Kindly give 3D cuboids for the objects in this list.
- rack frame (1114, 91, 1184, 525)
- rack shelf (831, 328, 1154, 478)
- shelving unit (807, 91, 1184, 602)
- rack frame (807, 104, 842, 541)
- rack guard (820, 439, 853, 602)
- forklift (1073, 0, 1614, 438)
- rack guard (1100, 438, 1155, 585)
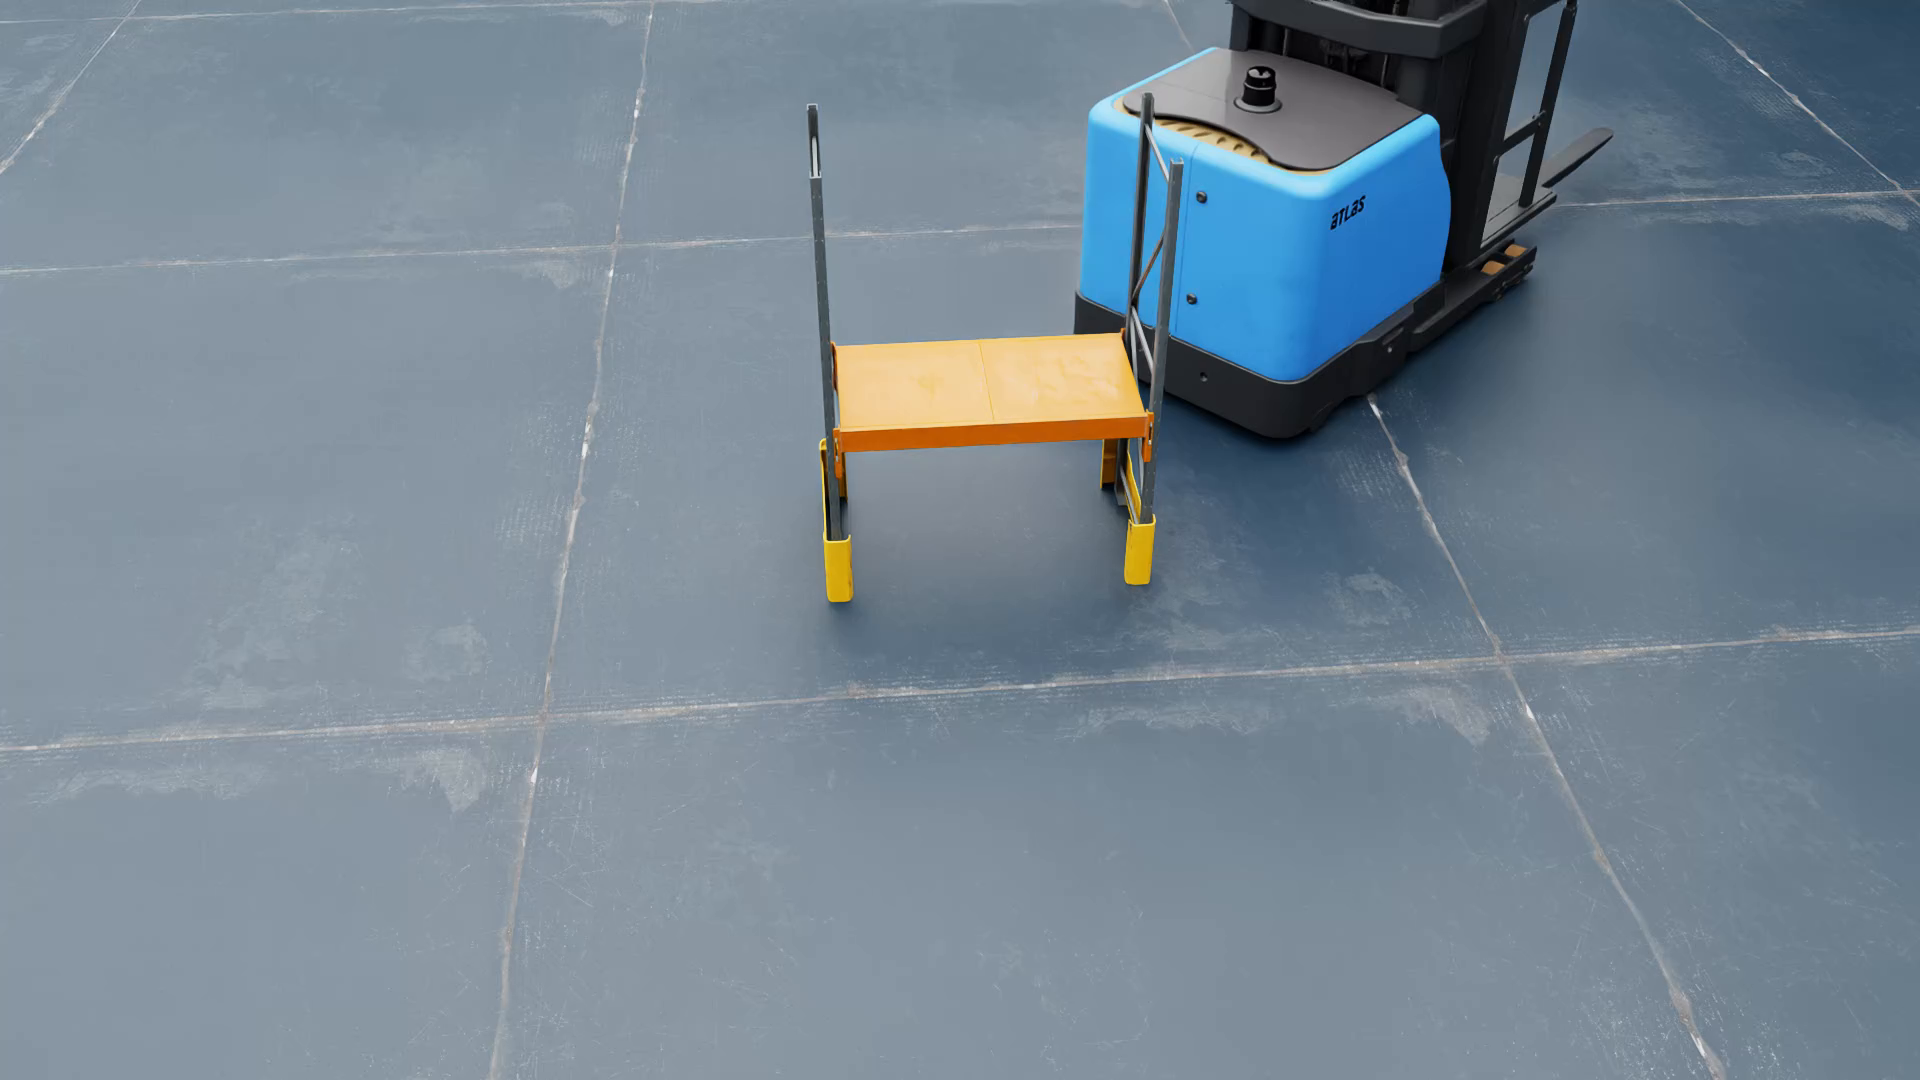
[{"bbox_3d":[0.591,-0.621,5.327,0.032,1.500,0.500,-3,38,-4],"label":"rack frame"},{"bbox_3d":[0.085,-0.452,5.403,1.000,0.185,0.538,-3,38,-4],"label":"rack shelf"},{"bbox_3d":[0.076,-0.593,5.291,1.083,1.500,0.587,-3,38,-4],"label":"shelving unit"},{"bbox_3d":[-0.421,-0.566,5.256,0.032,1.500,0.500,-3,38,-4],"label":"rack frame"},{"bbox_3d":[-0.420,-0.075,5.643,0.087,0.250,0.587,-3,38,-4],"label":"rack guard"},{"bbox_3d":[1.816,-2.351,6.363,1.130,2.935,3.031,29,47,32],"label":"forklift"},{"bbox_3d":[0.572,-0.130,5.712,0.087,0.250,0.587,-3,38,-4],"label":"rack guard"}]
